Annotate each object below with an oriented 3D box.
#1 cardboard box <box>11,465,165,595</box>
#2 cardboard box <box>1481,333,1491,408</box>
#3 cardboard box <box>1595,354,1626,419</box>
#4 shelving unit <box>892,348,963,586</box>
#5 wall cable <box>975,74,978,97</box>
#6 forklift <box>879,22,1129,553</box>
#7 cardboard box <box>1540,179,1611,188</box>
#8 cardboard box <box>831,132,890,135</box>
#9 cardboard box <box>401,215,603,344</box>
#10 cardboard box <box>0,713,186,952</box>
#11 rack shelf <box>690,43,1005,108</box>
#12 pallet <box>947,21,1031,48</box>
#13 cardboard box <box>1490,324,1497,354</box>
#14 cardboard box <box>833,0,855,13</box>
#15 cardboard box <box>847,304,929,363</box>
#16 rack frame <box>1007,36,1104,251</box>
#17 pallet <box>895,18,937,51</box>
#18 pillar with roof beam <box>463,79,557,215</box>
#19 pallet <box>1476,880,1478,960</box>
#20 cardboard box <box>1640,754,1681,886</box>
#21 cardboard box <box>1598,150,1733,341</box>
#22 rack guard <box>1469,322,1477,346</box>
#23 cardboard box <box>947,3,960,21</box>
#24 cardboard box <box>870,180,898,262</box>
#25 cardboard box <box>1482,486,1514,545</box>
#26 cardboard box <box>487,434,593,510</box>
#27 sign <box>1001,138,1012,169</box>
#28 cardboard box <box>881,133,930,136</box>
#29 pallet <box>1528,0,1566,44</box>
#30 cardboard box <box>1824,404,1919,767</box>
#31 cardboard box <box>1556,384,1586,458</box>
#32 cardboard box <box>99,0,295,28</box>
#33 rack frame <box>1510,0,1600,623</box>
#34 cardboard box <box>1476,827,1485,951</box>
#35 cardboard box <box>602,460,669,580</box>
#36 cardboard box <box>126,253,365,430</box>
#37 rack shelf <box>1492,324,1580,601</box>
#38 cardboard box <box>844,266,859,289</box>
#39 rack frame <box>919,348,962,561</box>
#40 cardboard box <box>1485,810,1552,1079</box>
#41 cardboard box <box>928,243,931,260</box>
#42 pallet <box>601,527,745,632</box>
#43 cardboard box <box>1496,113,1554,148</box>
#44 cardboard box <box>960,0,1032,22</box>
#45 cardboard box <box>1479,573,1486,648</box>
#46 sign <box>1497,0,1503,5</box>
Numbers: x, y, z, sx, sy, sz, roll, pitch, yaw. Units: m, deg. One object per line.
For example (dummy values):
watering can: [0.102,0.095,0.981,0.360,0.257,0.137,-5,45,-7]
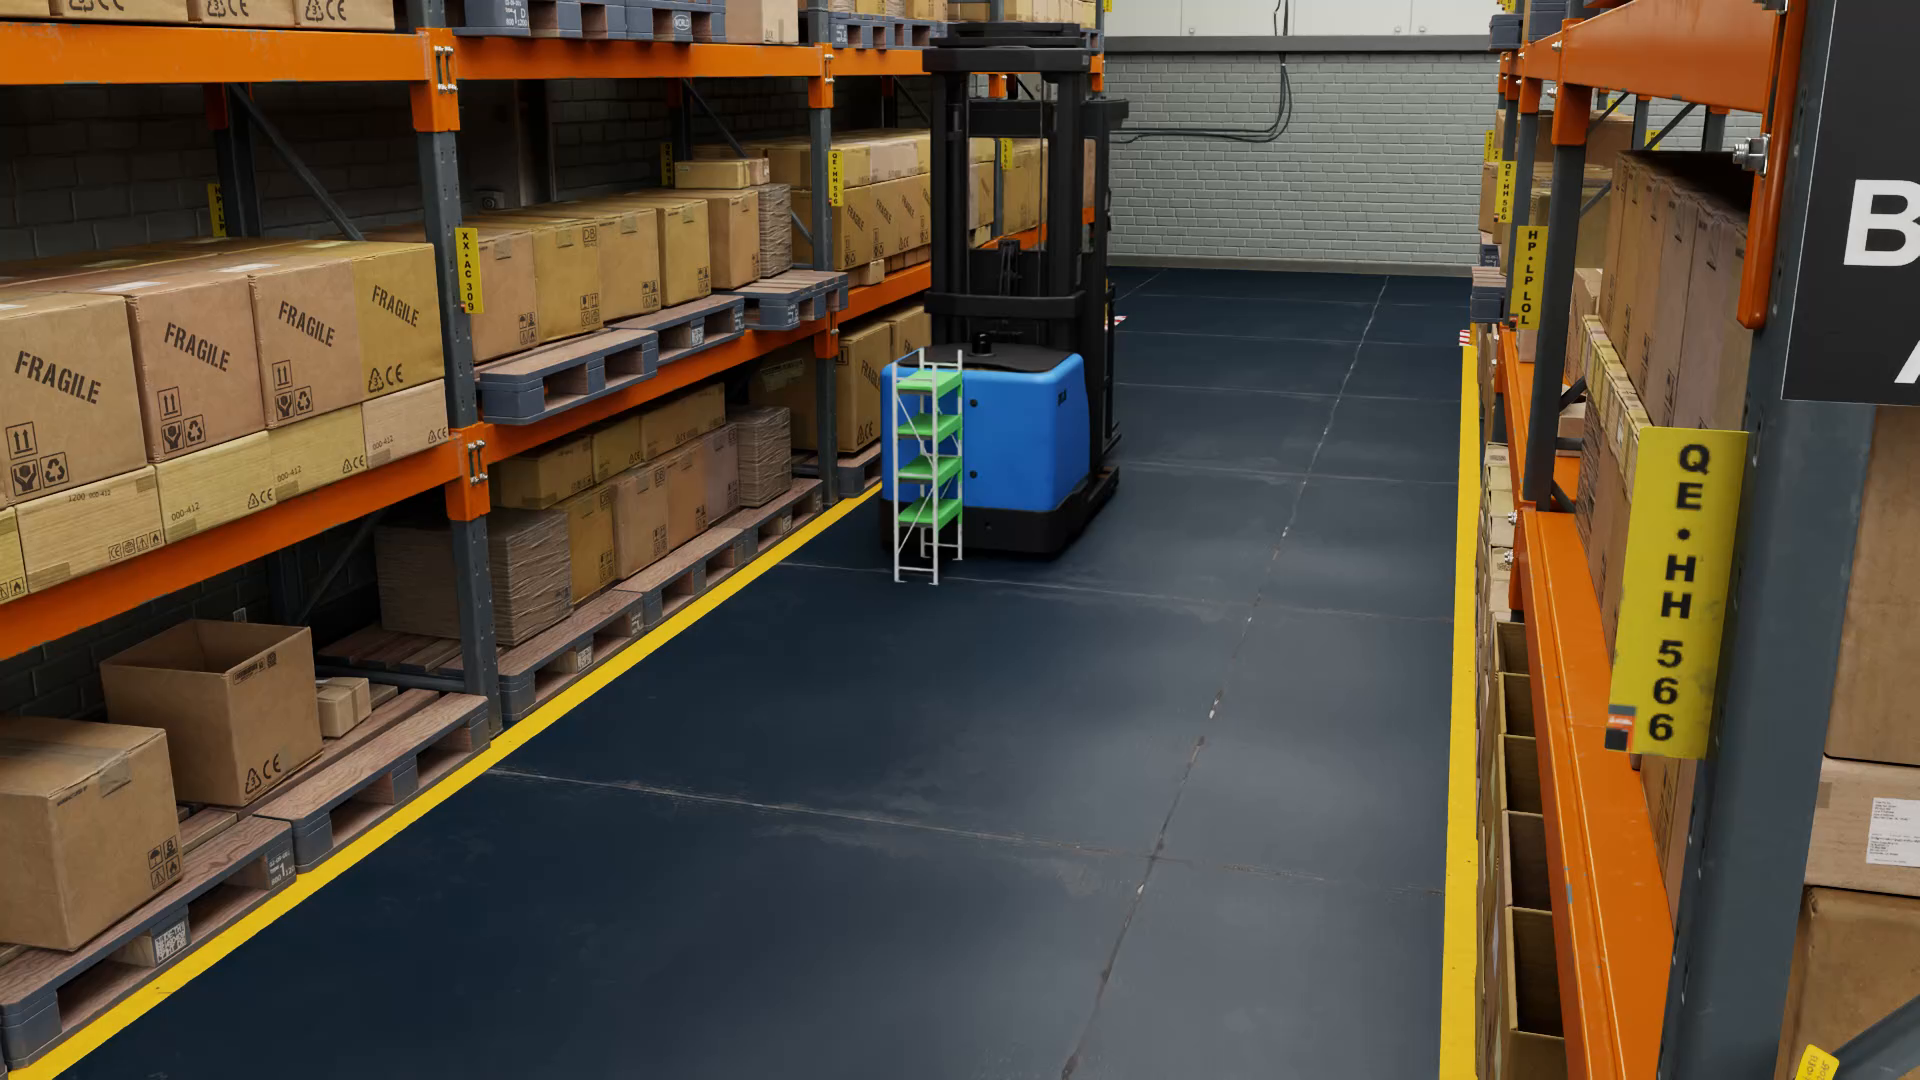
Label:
cardboard box: [-2.677,-0.055,4.763,0.500,0.250,0.500,5,17,16]
cardboard box: [4.240,-1.270,12.585,0.500,0.500,0.500,4,16,13]
cardboard box: [1.859,-0.379,4.295,0.380,0.149,0.250,4,16,15]
shelving unit: [-0.171,-0.405,9.058,0.258,1.200,0.503,4,16,15]
wall cable: [0.454,-4.695,19.025,0.084,1.984,1.851,5,16,16]
forklift: [0.422,-1.697,10.440,1.130,2.935,3.031,4,16,15]
cardboard box: [3.988,-1.970,10.326,0.700,0.500,0.500,8,18,26]
cardboard box: [-0.800,-2.944,12.574,0.500,0.250,0.500,4,16,14]
cardboard box: [-2.070,-1.195,7.555,0.700,0.500,0.500,6,17,22]
cardboard box: [-2.849,0.867,5.049,0.700,0.500,0.500,4,16,12]
rack shelf: [-0.708,-3.326,11.878,1.077,0.370,4.000,5,16,16]
pallet: [0.103,-4.365,14.389,1.003,0.211,1.213,5,16,16]
cardboard box: [3.955,-1.369,11.560,0.500,0.250,0.500,5,16,16]
cardboard box: [-1.094,-3.682,10.828,0.700,0.500,0.500,4,16,13]
cardboard box: [-0.687,-1.284,12.029,0.750,0.750,0.750,5,16,16]
rack frame: [0.997,-3.798,17.724,1.000,3.000,0.127,5,16,16]
pallet: [-0.830,-3.523,11.602,1.003,0.211,1.213,5,17,18]
pillar with roof beam: [1.652,-3.985,7.386,9.100,9.000,0.400,5,16,16]
pallet: [2.071,1.271,4.963,1.003,0.211,1.213,5,16,16]
cardboard box: [1.637,0.334,2.970,0.700,0.500,0.500,5,17,16]
cardboard box: [2.217,-0.831,4.703,0.700,0.500,0.500,5,17,16]
rack guard: [5.726,-2.193,16.644,1.175,0.500,0.348,5,16,16]
cardboard box: [-0.170,-4.570,14.270,0.500,0.250,0.500,5,17,16]
cardboard box: [-0.735,-2.150,11.146,0.500,0.500,0.500,5,17,18]
cardboard box: [2.755,-0.086,7.876,0.500,0.311,0.500,4,16,14]
cardboard box: [-2.098,-0.338,7.924,0.500,0.250,0.500,4,16,15]
sign: [0.383,-3.231,13.748,0.100,0.325,0.005,5,16,16]
cardboard box: [-0.327,-2.905,12.435,0.500,0.250,0.500,5,17,17]
pallet: [3.367,-2.490,7.960,1.213,0.211,1.003,5,17,18]
cardboard box: [1.360,-0.036,1.900,0.700,0.500,0.500,5,16,16]
cardboard box: [2.411,-0.455,6.184,0.396,0.266,0.258,4,16,15]
cardboard box: [-2.476,-1.877,5.233,0.500,0.500,0.500,3,16,11]
rack frame: [2.337,-0.276,5.304,1.000,3.000,0.127,5,16,16]
cardboard box: [1.768,1.073,4.818,0.500,0.250,0.500,5,16,16]
cardboard box: [-1.938,-0.131,8.570,0.700,0.500,0.500,5,17,17]
cardboard box: [-2.388,-0.678,5.588,0.500,0.500,0.500,5,16,16]
rack shelf: [2.906,-0.453,7.247,1.077,0.370,4.000,5,16,16]
cardboard box: [-0.881,-1.728,10.847,0.380,0.149,0.250,5,17,17]
rack frame: [-0.106,-0.469,9.284,0.240,1.200,0.015,4,16,15]
cardboard box: [1.481,0.974,3.794,0.500,0.500,0.500,5,16,16]
cardboard box: [-0.368,-2.201,12.517,0.380,0.149,0.250,4,16,14]
pallet: [-1.849,0.159,8.883,1.003,0.211,1.213,5,16,16]
cardboard box: [4.937,-3.448,14.472,0.500,0.500,0.500,4,16,15]
cardboard box: [0.309,-4.533,14.140,0.500,0.250,0.500,5,16,16]
cardboard box: [2.613,0.315,7.491,0.500,0.250,0.500,5,17,17]
sign: [5.227,-5.321,15.993,0.100,0.325,0.005,5,16,16]
